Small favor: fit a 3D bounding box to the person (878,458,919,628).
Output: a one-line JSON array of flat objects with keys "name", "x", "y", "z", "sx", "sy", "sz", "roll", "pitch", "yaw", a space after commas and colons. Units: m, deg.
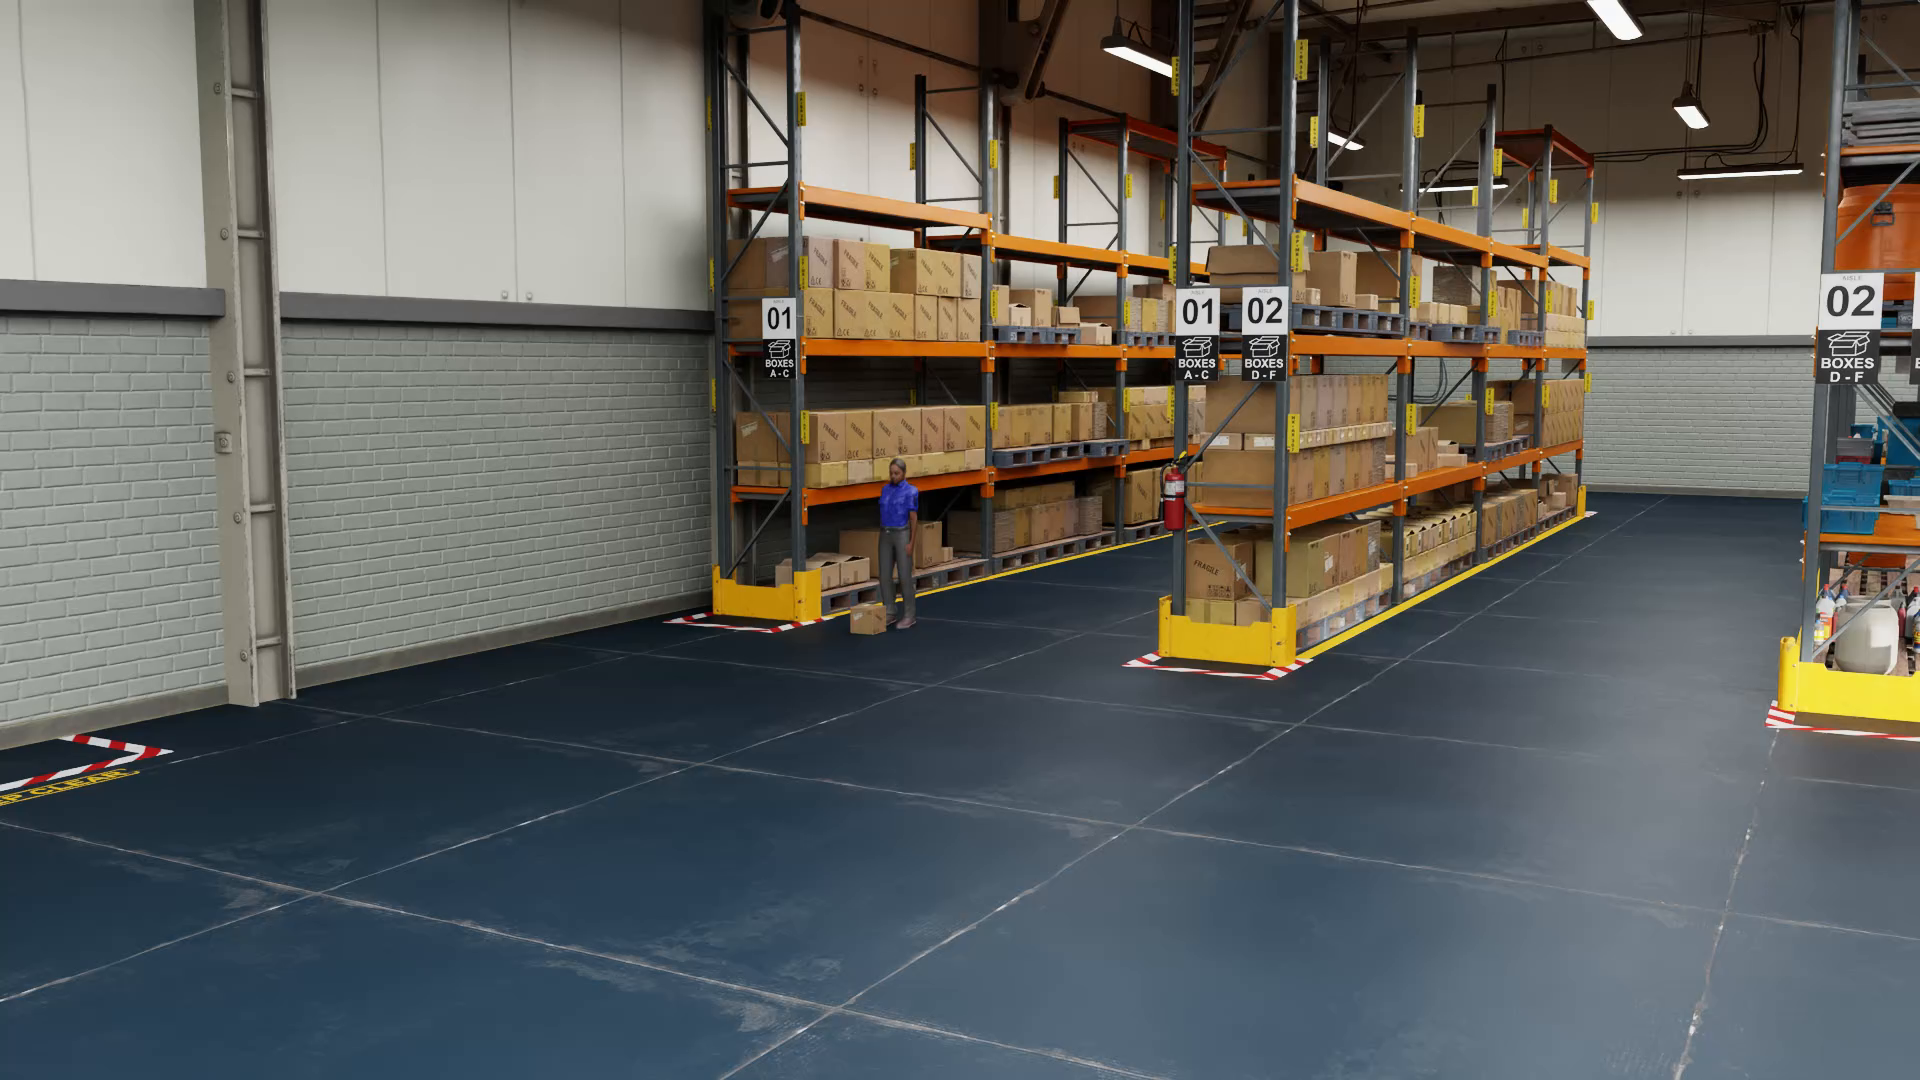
[{"name": "person", "x": -0.608, "y": 0.022, "z": 16.231, "sx": 0.438, "sy": 1.655, "sz": 0.301, "roll": 4, "pitch": 7, "yaw": 32}]
